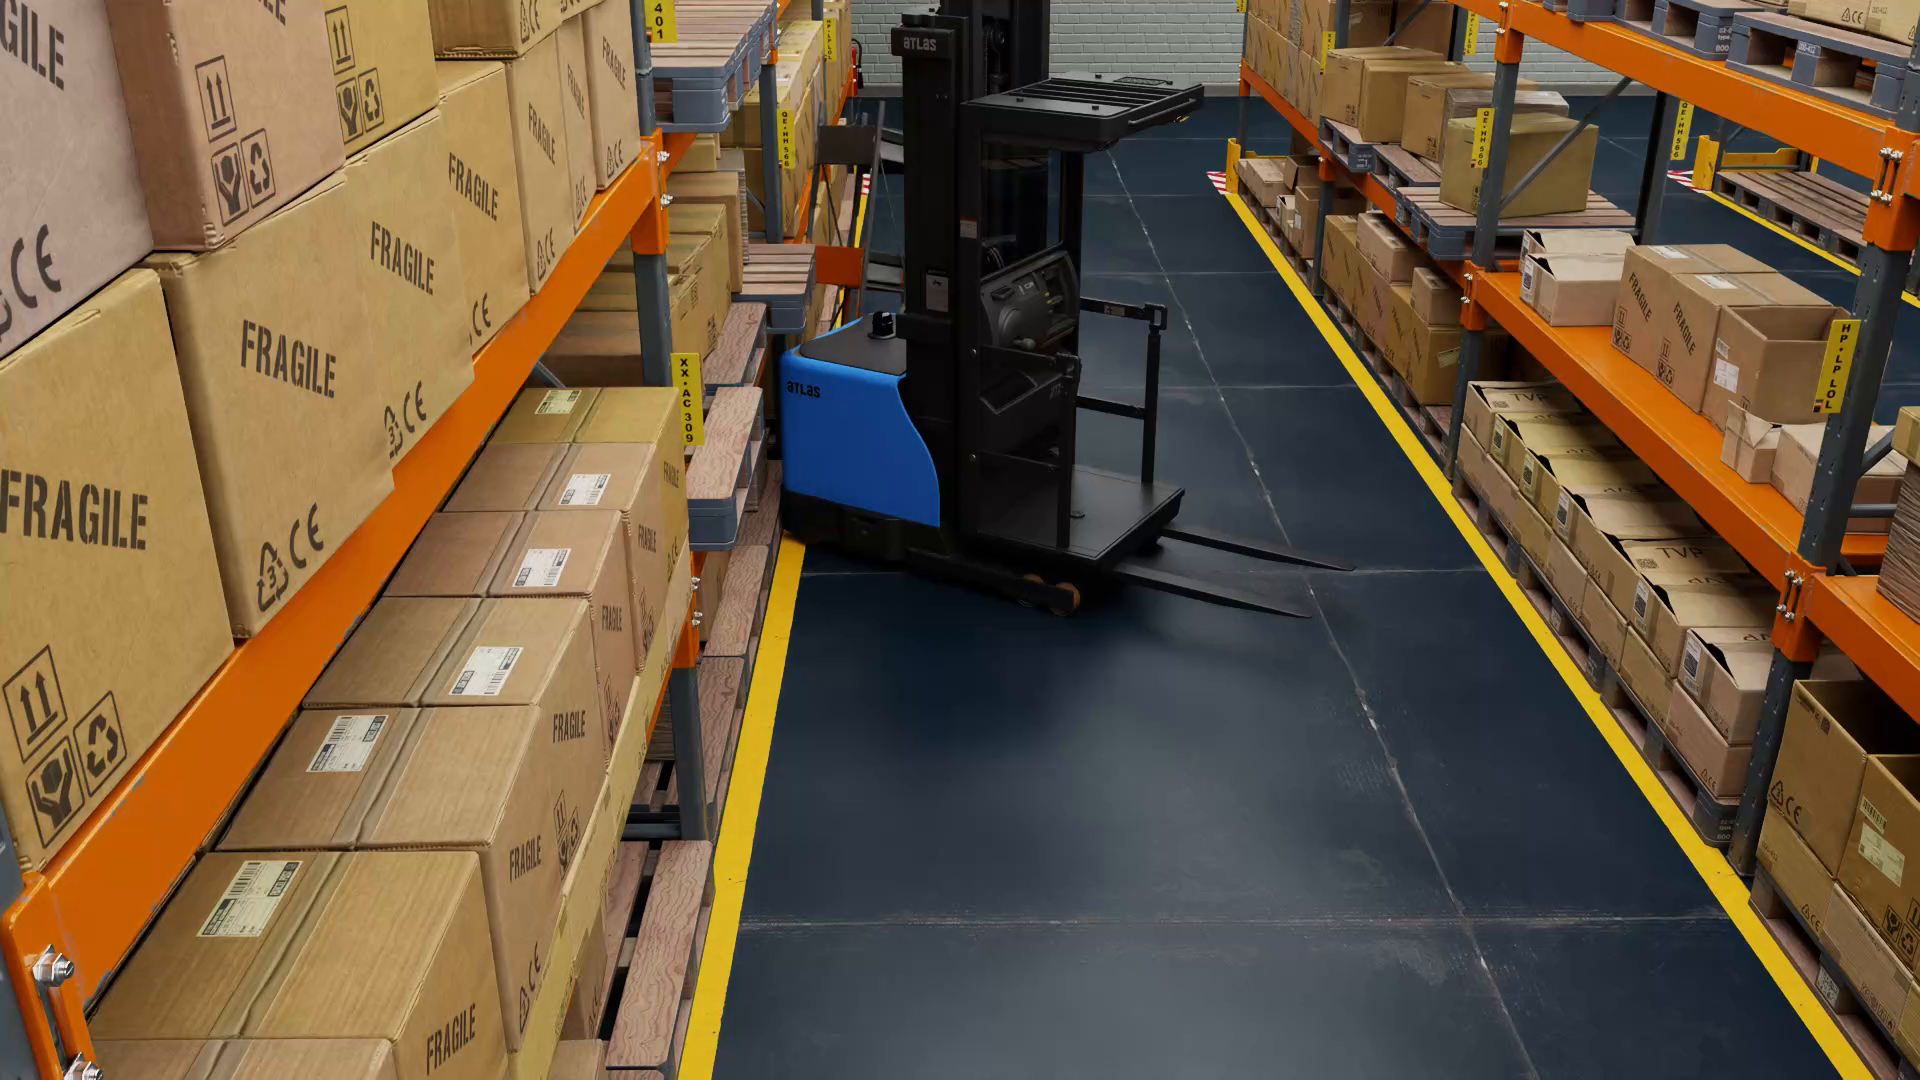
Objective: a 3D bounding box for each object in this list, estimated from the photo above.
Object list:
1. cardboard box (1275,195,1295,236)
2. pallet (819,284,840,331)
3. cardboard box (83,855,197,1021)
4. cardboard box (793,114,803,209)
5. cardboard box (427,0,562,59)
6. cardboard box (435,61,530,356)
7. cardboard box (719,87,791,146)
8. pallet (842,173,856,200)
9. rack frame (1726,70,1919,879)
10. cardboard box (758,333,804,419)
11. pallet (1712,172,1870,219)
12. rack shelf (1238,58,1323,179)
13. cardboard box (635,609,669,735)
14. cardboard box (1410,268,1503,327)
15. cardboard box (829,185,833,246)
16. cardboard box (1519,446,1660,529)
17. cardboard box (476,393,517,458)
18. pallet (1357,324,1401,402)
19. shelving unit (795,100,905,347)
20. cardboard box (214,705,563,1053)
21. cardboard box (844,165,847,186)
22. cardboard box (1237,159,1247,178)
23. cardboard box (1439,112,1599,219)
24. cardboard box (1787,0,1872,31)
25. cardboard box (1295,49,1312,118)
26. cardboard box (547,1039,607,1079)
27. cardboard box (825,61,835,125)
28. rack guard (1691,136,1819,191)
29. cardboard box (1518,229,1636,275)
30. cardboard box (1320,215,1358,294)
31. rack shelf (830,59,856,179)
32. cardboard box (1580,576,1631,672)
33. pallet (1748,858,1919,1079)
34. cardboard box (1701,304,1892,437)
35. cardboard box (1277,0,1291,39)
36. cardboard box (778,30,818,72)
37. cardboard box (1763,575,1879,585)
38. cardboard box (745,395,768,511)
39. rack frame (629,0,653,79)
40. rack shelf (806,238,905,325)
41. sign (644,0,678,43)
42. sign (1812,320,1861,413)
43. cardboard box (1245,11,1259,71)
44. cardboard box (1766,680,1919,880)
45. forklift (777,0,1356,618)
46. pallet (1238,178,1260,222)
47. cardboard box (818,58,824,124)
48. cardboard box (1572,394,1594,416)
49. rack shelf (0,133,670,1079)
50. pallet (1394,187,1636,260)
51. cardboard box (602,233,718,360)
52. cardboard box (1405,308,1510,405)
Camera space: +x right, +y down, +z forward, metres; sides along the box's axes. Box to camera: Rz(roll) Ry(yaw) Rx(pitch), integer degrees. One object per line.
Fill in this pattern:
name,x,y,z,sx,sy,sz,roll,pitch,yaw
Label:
cardboard box,3.105,-2.911,14.774,0.500,0.311,0.500,0,24,-1
pallet,-1.466,-1.781,12.931,1.003,0.211,1.213,0,24,-1
cardboard box,-1.633,0.893,2.884,0.500,0.500,0.500,0,24,0
cardboard box,-1.252,-2.328,10.251,0.500,0.500,0.500,1,24,1
cardboard box,-1.154,-1.303,3.492,0.500,0.500,0.500,-1,24,-2
cardboard box,-1.180,-0.641,3.241,0.500,0.500,0.500,1,24,3
cardboard box,-1.254,-2.453,9.616,0.500,0.250,0.500,0,24,1
pallet,-1.507,-3.417,16.550,1.003,0.211,1.213,0,24,-1
rack frame,3.490,-0.096,5.823,1.000,3.000,0.127,0,24,-1
cardboard box,-1.383,-1.236,10.442,0.750,0.750,0.750,-1,24,-1
pallet,8.283,-3.451,16.625,1.003,0.211,1.213,0,24,-1
rack shelf,3.381,-3.889,15.082,1.077,0.370,4.000,0,24,-1
cardboard box,-1.157,0.386,4.914,0.500,0.250,0.500,0,24,0
cardboard box,3.197,-1.555,10.638,0.500,0.250,0.500,1,24,1
cardboard box,-1.456,-2.730,14.170,0.700,0.500,0.500,0,24,0
cardboard box,3.176,-0.295,8.408,0.500,0.311,0.500,-1,24,-2
cardboard box,-1.667,-0.160,5.212,0.500,0.500,0.500,-1,24,-2
pallet,3.466,-1.283,11.831,1.003,0.211,1.213,0,24,-1
shelving unit,-0.629,-1.524,9.957,0.503,2.100,0.431,12,8,40
cardboard box,-1.119,0.679,3.357,0.500,0.500,0.500,-1,24,-2
cardboard box,-1.486,-3.782,16.495,0.700,0.500,0.500,0,24,-1
cardboard box,3.020,-3.768,16.868,0.380,0.149,0.250,0,24,-1
cardboard box,3.327,-2.240,9.933,0.700,0.500,0.500,-9,26,-18
cardboard box,3.485,-2.066,6.211,0.500,0.250,0.500,-3,24,-6
cardboard box,3.134,-3.856,14.013,0.500,0.500,0.500,0,24,1
cardboard box,-1.301,1.691,4.370,0.700,0.500,0.500,-2,24,-4
cardboard box,-1.540,-3.729,13.491,0.980,0.700,0.700,0,24,0
rack guard,8.299,-3.933,17.338,1.175,0.500,0.348,0,24,-1
cardboard box,3.407,-1.554,9.154,0.500,0.311,0.500,1,24,3
cardboard box,3.165,-2.254,13.093,0.500,0.500,0.500,-1,24,-3
rack shelf,-1.572,-3.865,15.029,1.077,0.370,4.000,0,24,-1
cardboard box,3.186,0.376,7.605,0.500,0.250,0.500,0,24,1
pallet,3.457,1.502,5.672,1.003,0.211,1.213,0,24,-1
cardboard box,3.493,-0.675,6.982,0.500,0.500,0.500,1,24,3
cardboard box,3.121,-4.727,14.727,0.500,0.500,0.500,0,24,-1
cardboard box,-1.293,-3.499,11.929,0.500,0.250,0.500,0,24,1
cardboard box,3.735,0.332,7.022,0.500,0.311,0.500,-1,24,-1
cardboard box,-1.447,-0.486,9.183,0.700,0.500,0.500,0,24,0
rack frame,-1.463,-2.806,4.534,1.000,3.000,0.127,0,24,-1
rack shelf,-0.630,-1.511,9.959,0.480,0.518,0.431,12,8,40
sign,-0.920,-1.680,5.058,0.100,0.325,0.005,0,24,-1
sign,2.948,-0.581,5.586,0.100,0.325,0.005,0,24,-1
cardboard box,3.101,-4.902,16.328,0.500,0.500,0.500,0,24,1
cardboard box,3.182,0.816,5.723,0.500,0.500,0.500,0,24,-1
forklift,0.539,-1.203,8.352,3.031,2.935,1.130,14,28,28
pallet,3.370,-3.410,16.535,1.003,0.211,1.213,0,24,-1
cardboard box,-1.293,-3.370,12.555,0.500,0.500,0.500,-1,24,-1
cardboard box,3.699,-0.724,9.357,0.500,0.311,0.500,0,24,1
rack shelf,-1.441,-0.287,3.478,1.077,0.370,4.000,0,24,-1
pallet,3.369,-1.936,10.123,1.213,0.211,1.003,0,24,-1
cardboard box,-1.472,-1.030,7.232,0.700,0.500,0.500,3,25,7
cardboard box,3.202,-1.190,10.741,0.500,0.500,0.500,1,24,2
